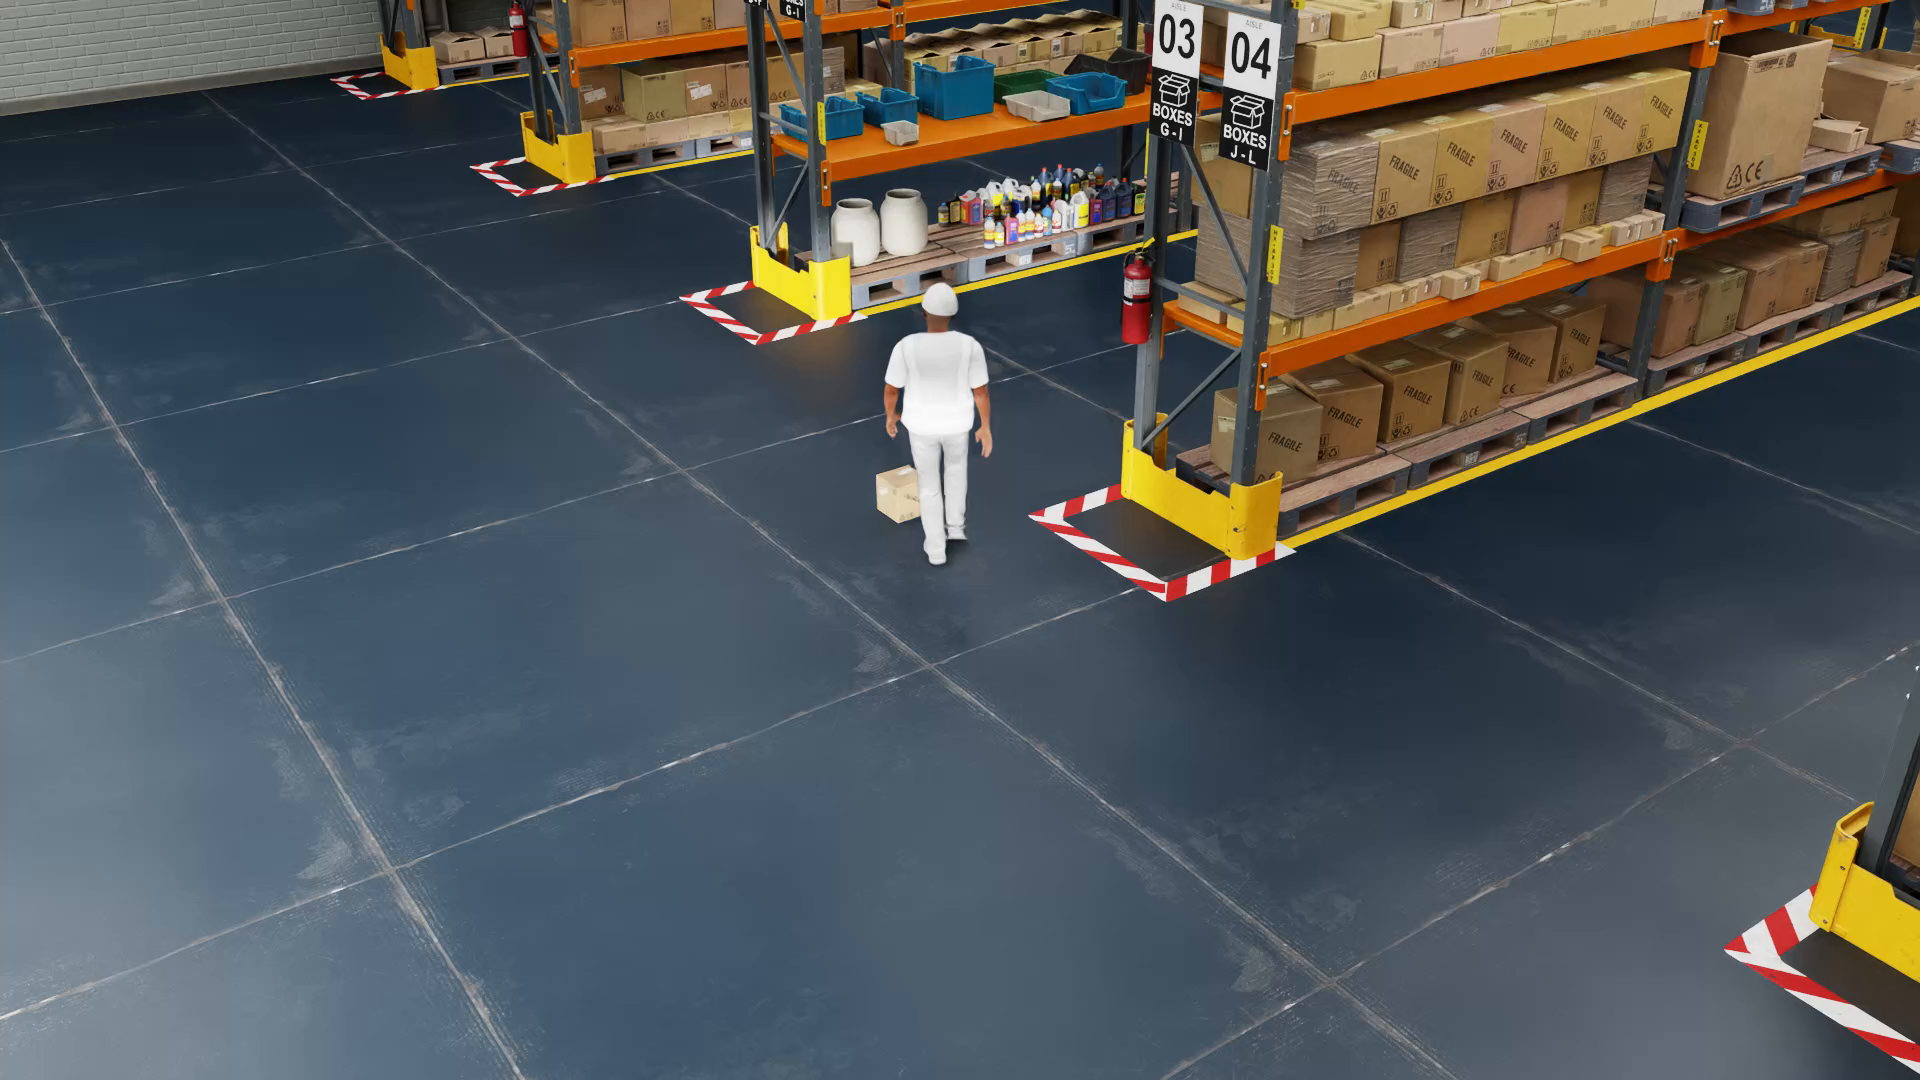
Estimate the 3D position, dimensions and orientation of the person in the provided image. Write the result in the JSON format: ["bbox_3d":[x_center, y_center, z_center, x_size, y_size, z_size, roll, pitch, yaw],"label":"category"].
[{"bbox_3d":[-0.140,-0.688,9.894,0.627,1.814,0.495,-4,29,-8],"label":"person"}]
